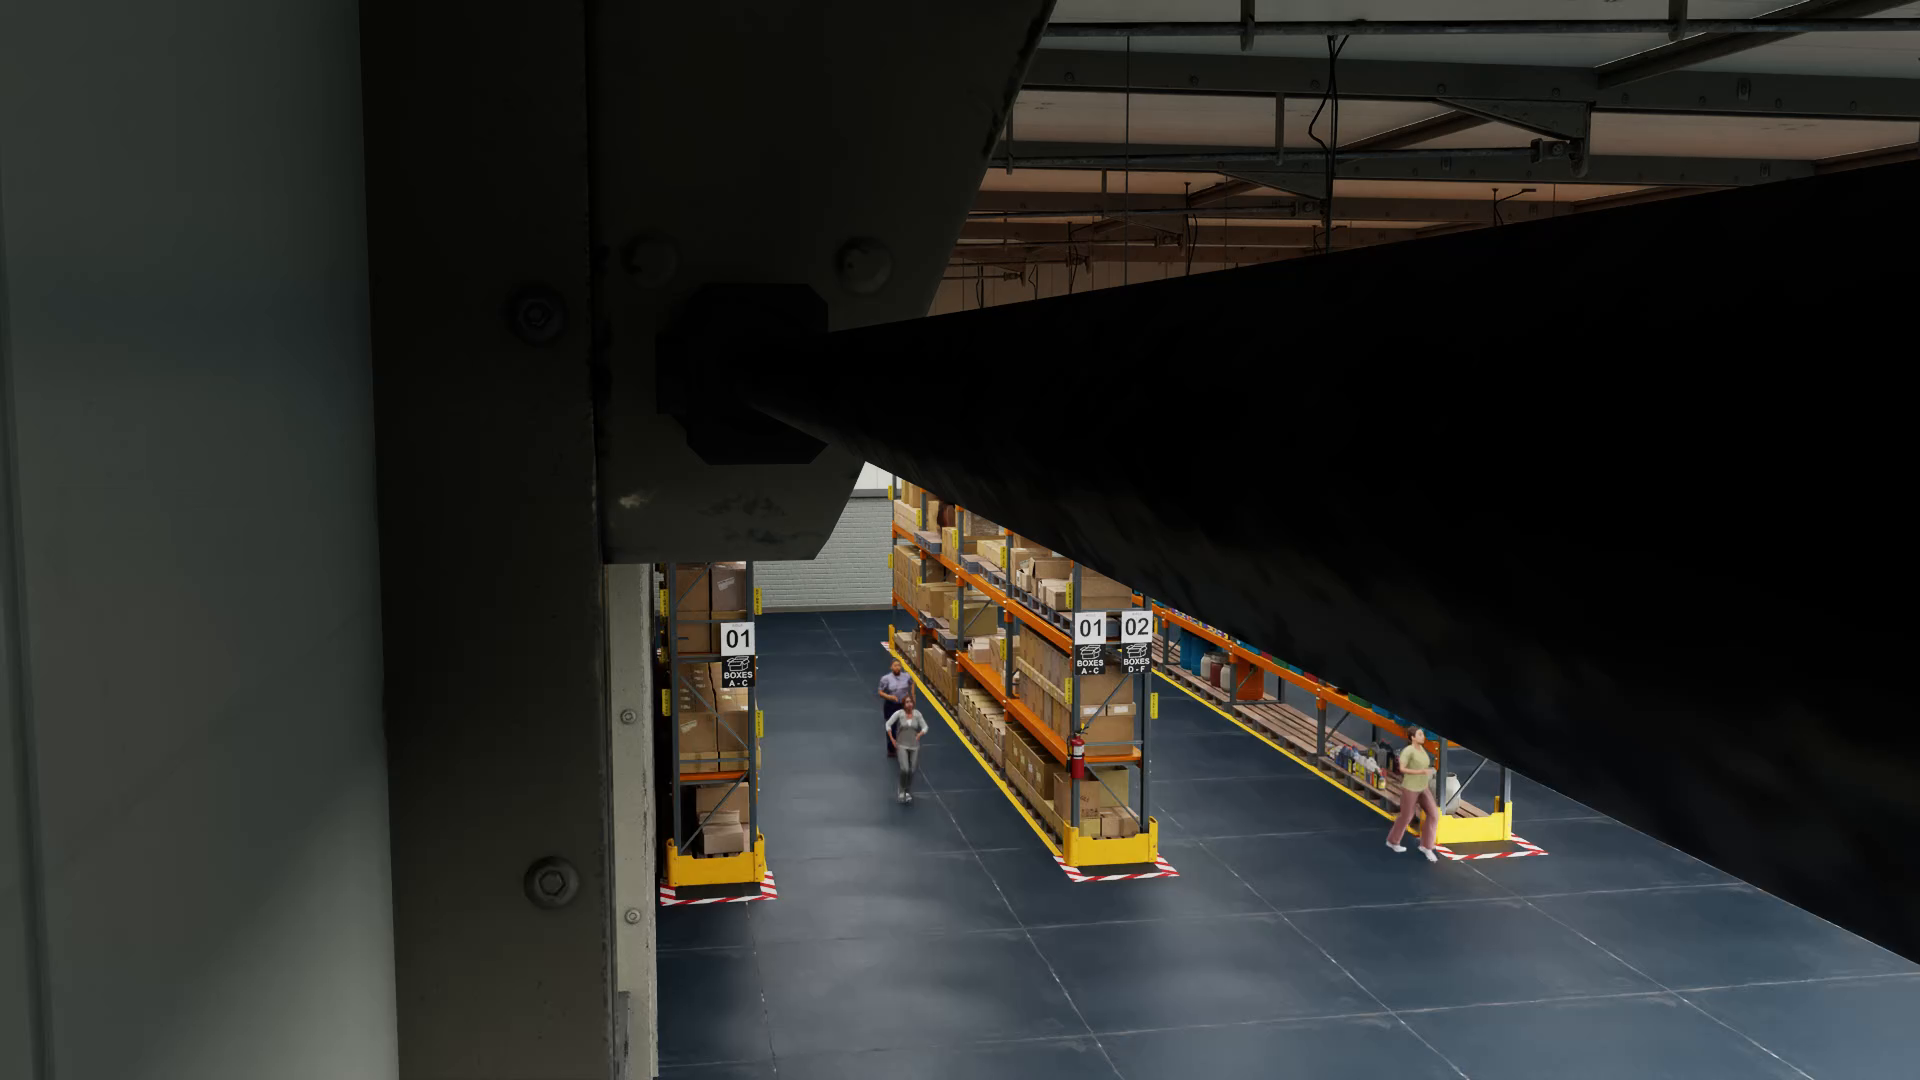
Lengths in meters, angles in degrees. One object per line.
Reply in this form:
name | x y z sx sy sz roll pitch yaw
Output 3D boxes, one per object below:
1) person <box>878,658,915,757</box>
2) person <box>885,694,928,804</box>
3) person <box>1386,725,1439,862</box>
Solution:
person | -0.987 2.715 26.211 0.613 1.681 0.711 -1 6 -10
person | -0.737 2.984 23.699 0.593 1.566 0.557 -2 6 -14
person | 5.790 3.209 21.190 0.581 1.717 0.682 -5 8 -37
